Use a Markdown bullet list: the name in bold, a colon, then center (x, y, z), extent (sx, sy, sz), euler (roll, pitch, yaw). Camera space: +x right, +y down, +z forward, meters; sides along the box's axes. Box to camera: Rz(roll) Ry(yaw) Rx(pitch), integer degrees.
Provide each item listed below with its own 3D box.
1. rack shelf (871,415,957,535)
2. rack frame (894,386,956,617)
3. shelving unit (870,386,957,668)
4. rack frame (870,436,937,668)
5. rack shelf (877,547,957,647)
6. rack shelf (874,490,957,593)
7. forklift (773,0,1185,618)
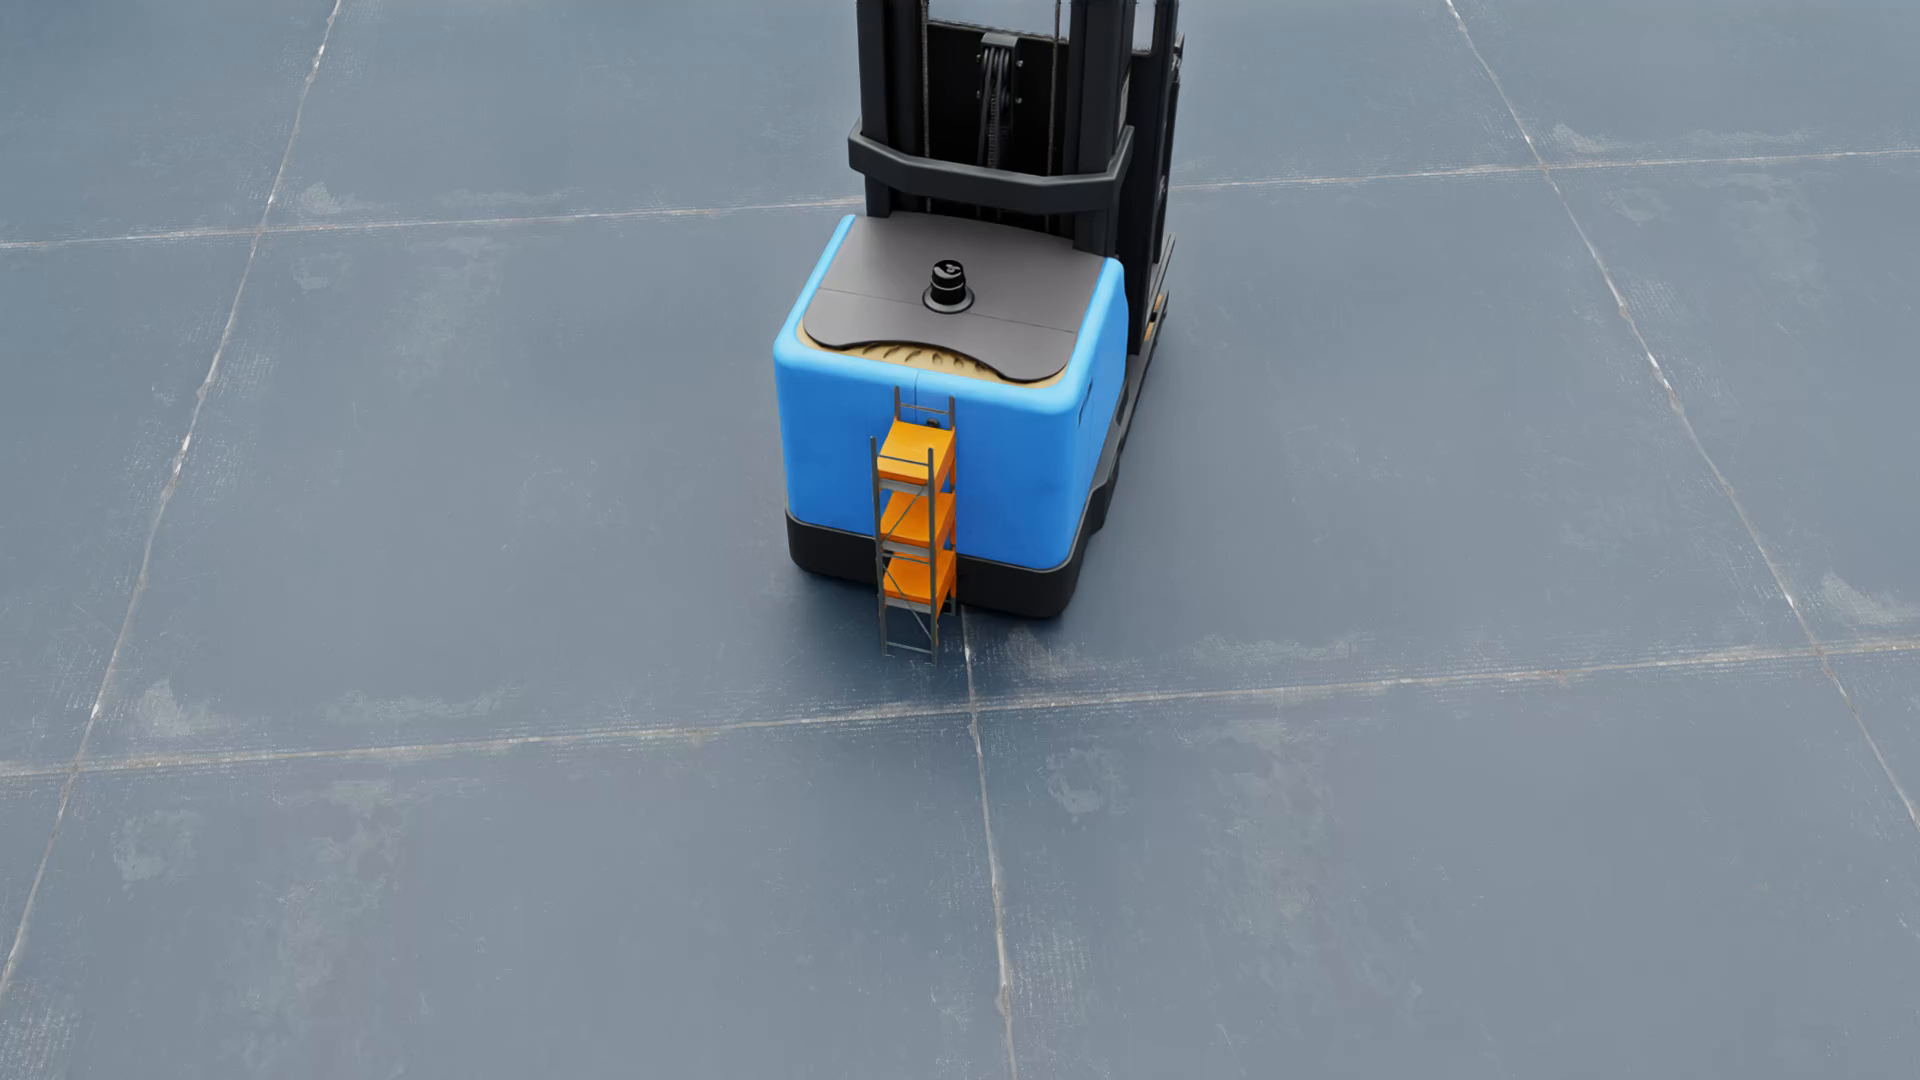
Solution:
- **rack shelf**: center (-0.145, -0.209, 5.349), extent (0.215, 0.259, 0.240), euler (11, 48, 11)
- **rack frame**: center (-0.113, -0.107, 5.628), extent (0.200, 1.050, 0.008), euler (11, 48, 11)
- **shelving unit**: center (-0.145, -0.021, 5.547), extent (0.215, 1.050, 0.252), euler (11, 48, 11)
- **rack frame**: center (-0.178, 0.064, 5.466), extent (0.200, 1.050, 0.008), euler (11, 48, 11)
- **rack shelf**: center (-0.145, 0.177, 5.757), extent (0.215, 0.259, 0.240), euler (11, 48, 11)
- **rack shelf**: center (-0.145, -0.014, 5.555), extent (0.215, 0.259, 0.240), euler (11, 48, 11)
- **forklift**: center (0.259, -1.826, 5.961), extent (1.130, 2.935, 3.031), euler (11, 48, 11)
